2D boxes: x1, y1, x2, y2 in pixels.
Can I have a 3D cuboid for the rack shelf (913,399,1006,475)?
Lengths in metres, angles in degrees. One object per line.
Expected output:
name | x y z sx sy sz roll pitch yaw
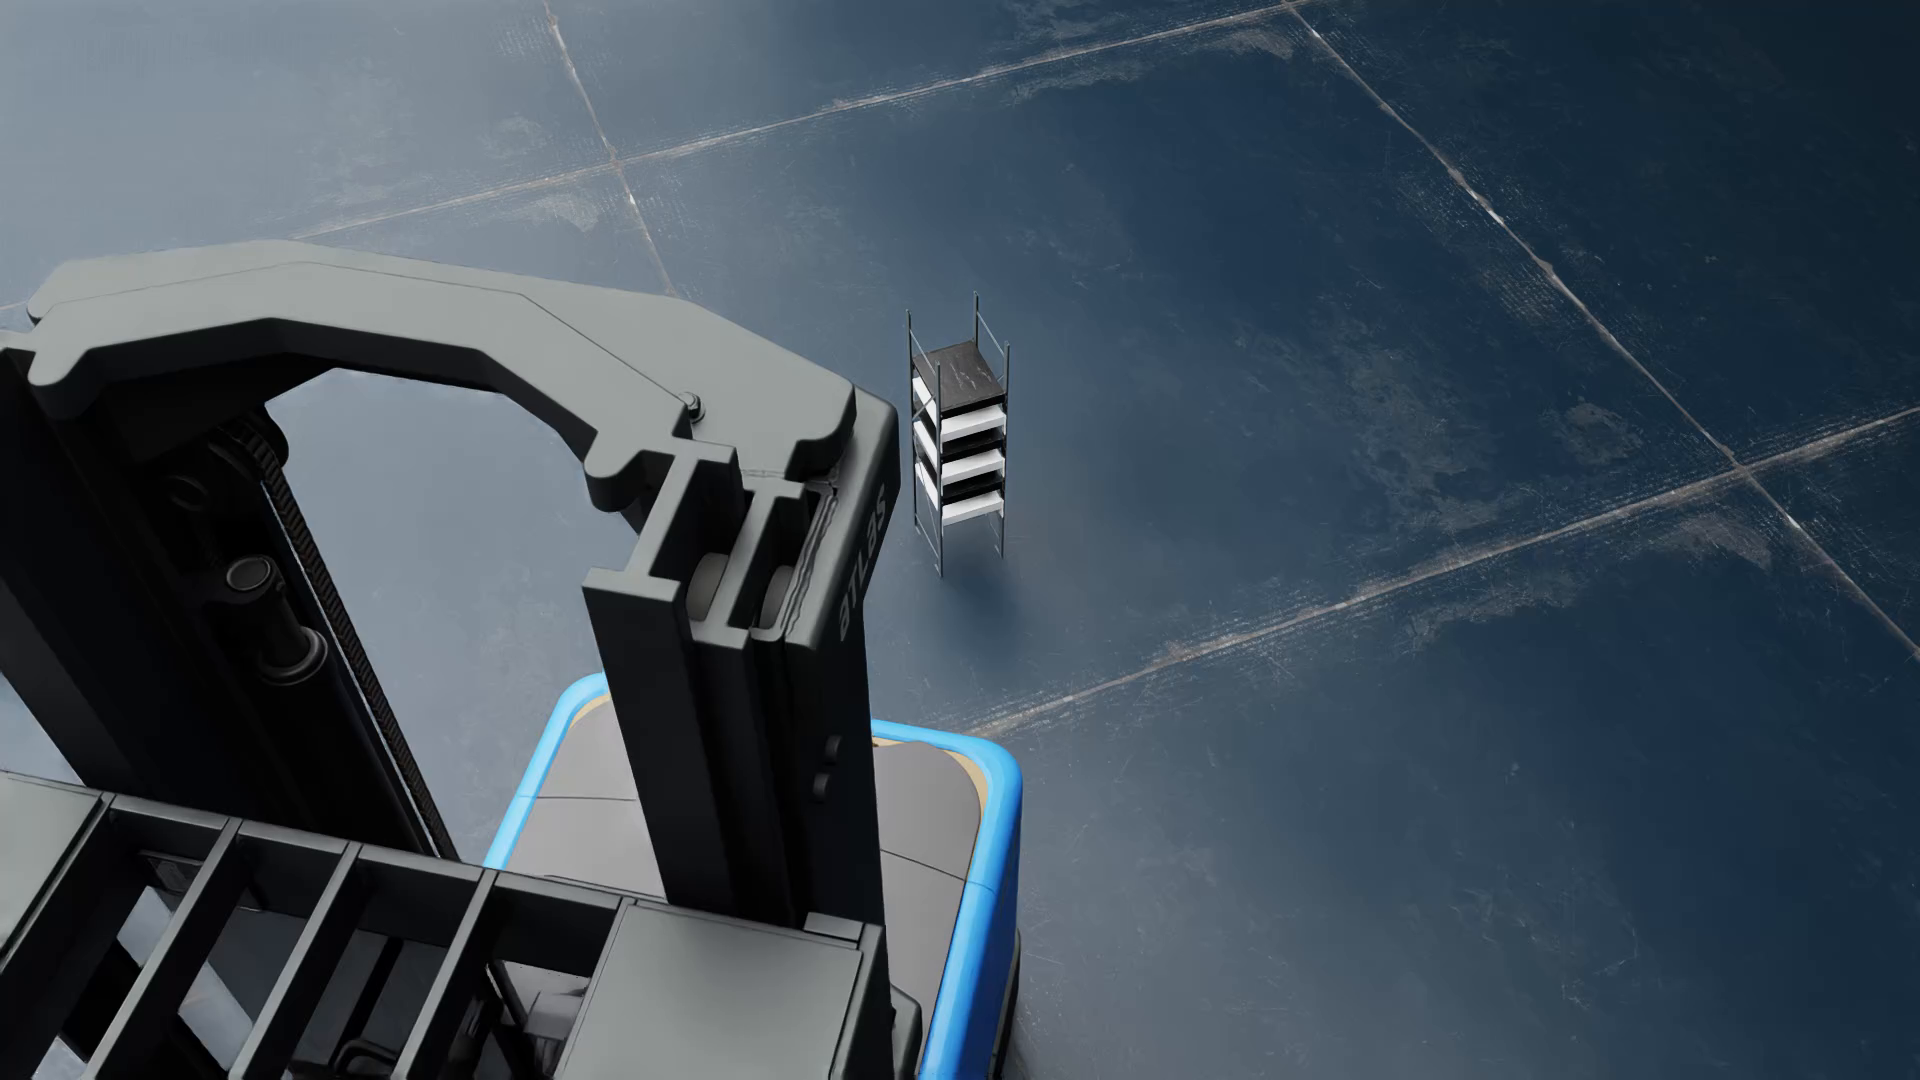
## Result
rack shelf | -0.008 -0.328 4.864 0.200 0.077 0.258 -17 52 -14

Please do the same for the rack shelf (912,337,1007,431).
rack shelf | -0.008 -0.445 4.727 0.200 0.077 0.258 -17 52 -14

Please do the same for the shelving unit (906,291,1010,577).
shelving unit | -0.008 -0.291 4.907 0.210 0.900 0.258 -17 52 -14

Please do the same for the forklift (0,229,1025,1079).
forklift | -0.665 1.178 2.306 1.130 2.935 3.031 9 50 8

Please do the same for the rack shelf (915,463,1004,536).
rack shelf | -0.008 -0.152 5.068 0.200 0.077 0.258 -17 52 -14

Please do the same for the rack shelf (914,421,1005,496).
rack shelf | -0.008 -0.269 4.932 0.200 0.077 0.258 -17 52 -14

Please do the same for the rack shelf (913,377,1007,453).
rack shelf | -0.008 -0.386 4.795 0.200 0.077 0.258 -17 52 -14

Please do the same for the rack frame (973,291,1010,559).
rack frame | 0.087 -0.320 4.932 0.006 0.900 0.240 -17 52 -14

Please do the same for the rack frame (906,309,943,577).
rack frame | -0.102 -0.262 4.882 0.006 0.900 0.240 -17 52 -14

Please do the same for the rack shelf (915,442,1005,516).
rack shelf | -0.008 -0.211 5.000 0.200 0.077 0.258 -17 52 -14
